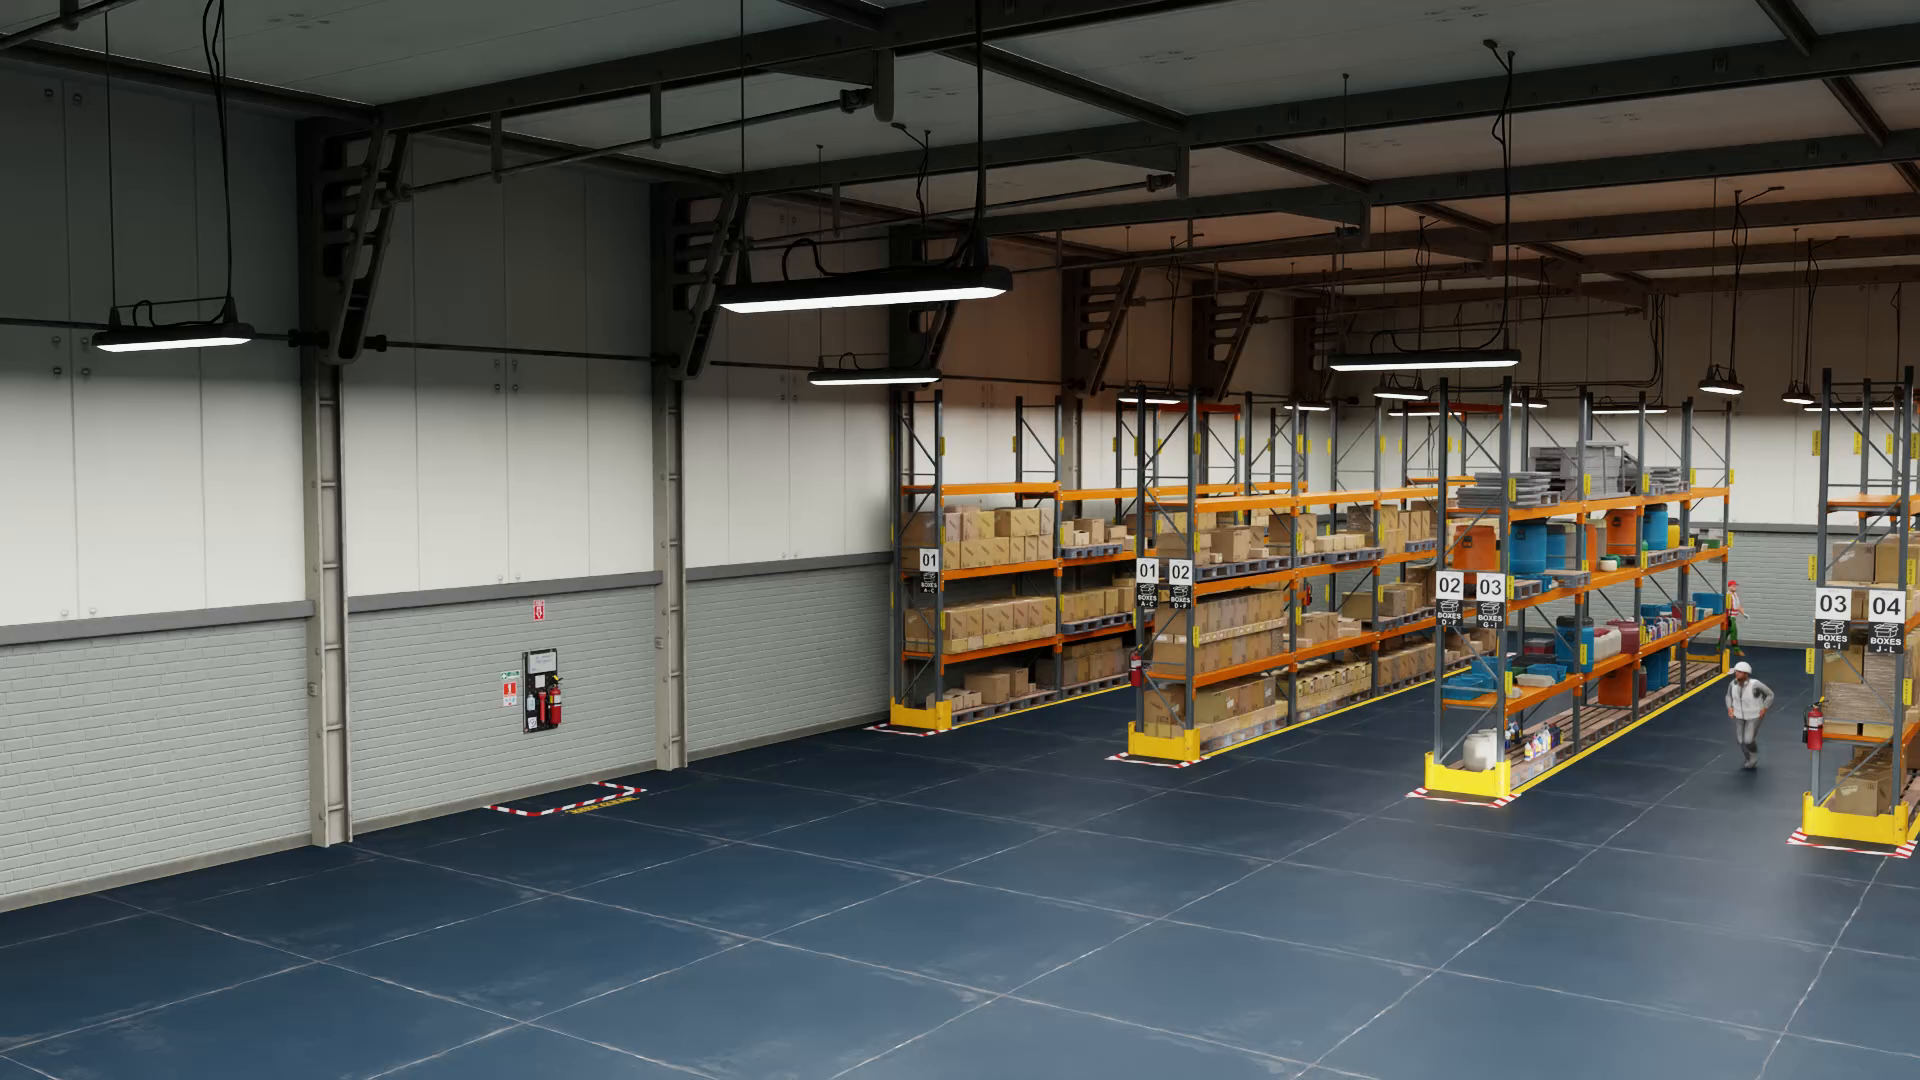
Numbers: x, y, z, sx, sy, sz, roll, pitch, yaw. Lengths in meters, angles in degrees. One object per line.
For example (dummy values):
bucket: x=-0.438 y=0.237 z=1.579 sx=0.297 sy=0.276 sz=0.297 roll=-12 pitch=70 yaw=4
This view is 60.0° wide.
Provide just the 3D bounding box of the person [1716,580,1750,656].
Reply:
person: x=18.572 y=1.869 z=39.968 sx=0.553 sy=1.794 sz=0.743 roll=-3 pitch=4 yaw=-40

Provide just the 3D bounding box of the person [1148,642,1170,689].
person: x=3.734 y=2.519 z=30.309 sx=0.583 sy=1.518 sz=0.797 roll=3 pitch=5 yaw=45

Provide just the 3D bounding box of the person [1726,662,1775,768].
person: x=12.231 y=2.712 z=25.734 sx=0.709 sy=1.683 sz=0.699 roll=3 pitch=4 yaw=43
